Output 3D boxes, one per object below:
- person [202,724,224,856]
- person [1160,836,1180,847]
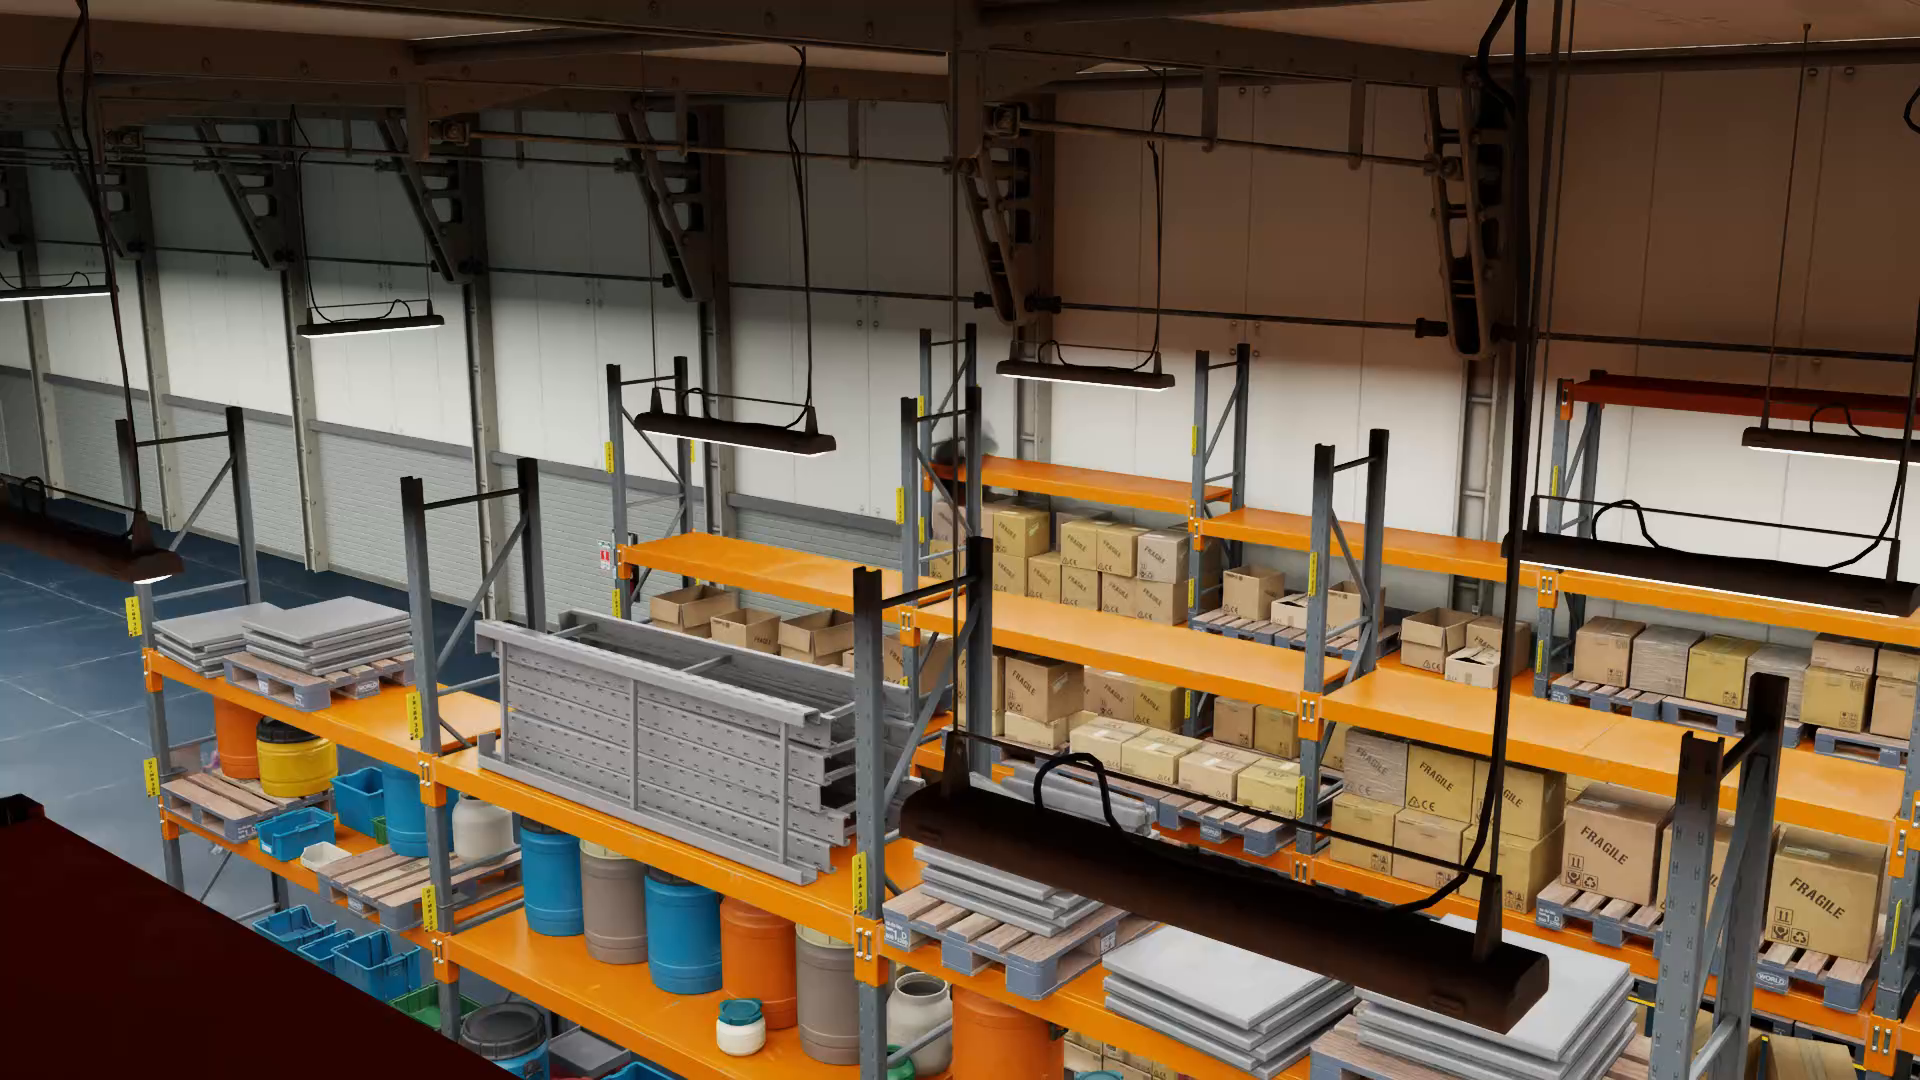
[{"bbox_3d":[-8.673,2.928,19.745,0.702,1.619,0.542,-6,14,-25],"label":"person"},{"bbox_3d":[2.018,3.671,16.106,0.802,1.708,0.676,8,15,31],"label":"person"}]
